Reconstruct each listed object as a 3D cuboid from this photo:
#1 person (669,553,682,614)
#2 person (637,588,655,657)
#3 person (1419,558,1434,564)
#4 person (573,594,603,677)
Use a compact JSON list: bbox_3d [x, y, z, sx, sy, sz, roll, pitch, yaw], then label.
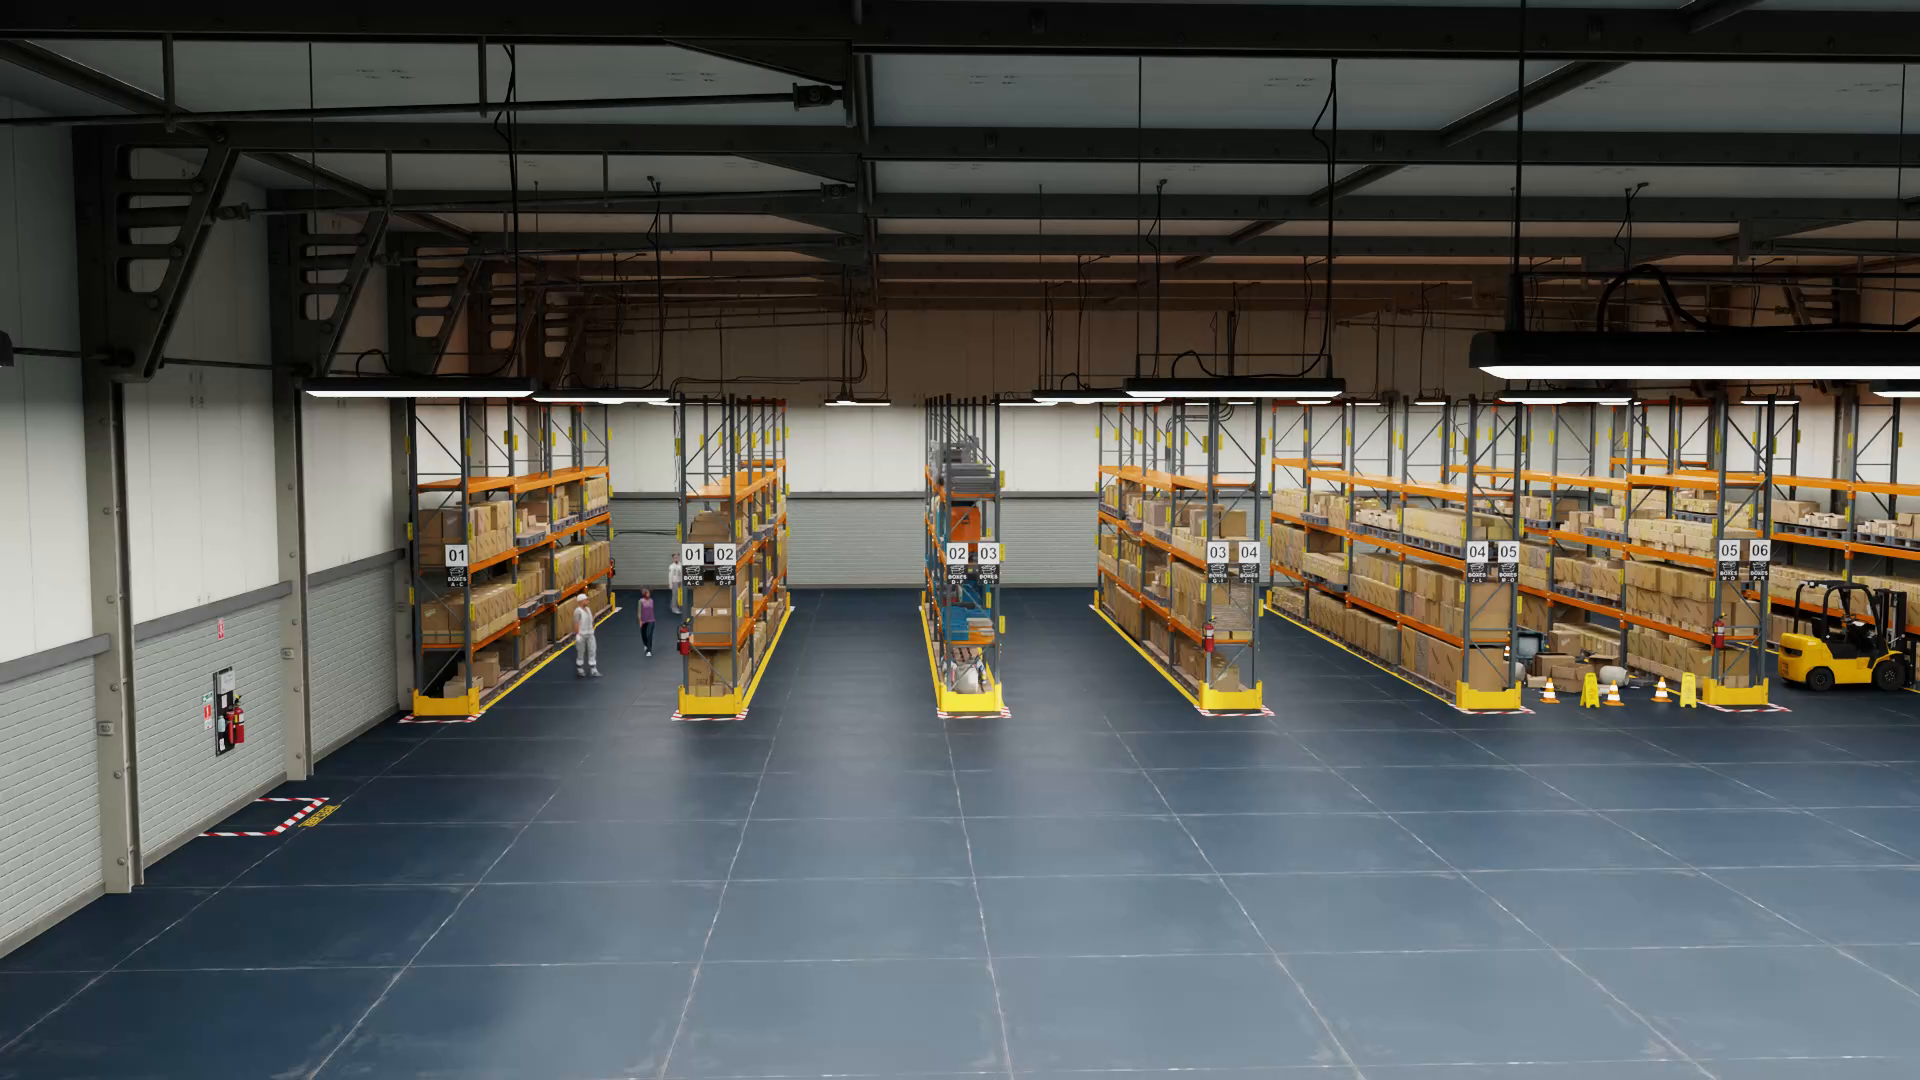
[{"bbox_3d":[-7.936,1.204,46.567,0.459,1.699,0.491,2,5,25],"label":"person"},{"bbox_3d":[-7.266,1.897,38.565,0.401,1.546,0.823,0,5,-5],"label":"person"},{"bbox_3d":[14.406,0.847,51.495,0.856,1.570,0.420,-2,5,-23],"label":"person"},{"bbox_3d":[-7.971,2.040,35.458,0.557,1.788,0.602,-4,6,-42],"label":"person"}]
